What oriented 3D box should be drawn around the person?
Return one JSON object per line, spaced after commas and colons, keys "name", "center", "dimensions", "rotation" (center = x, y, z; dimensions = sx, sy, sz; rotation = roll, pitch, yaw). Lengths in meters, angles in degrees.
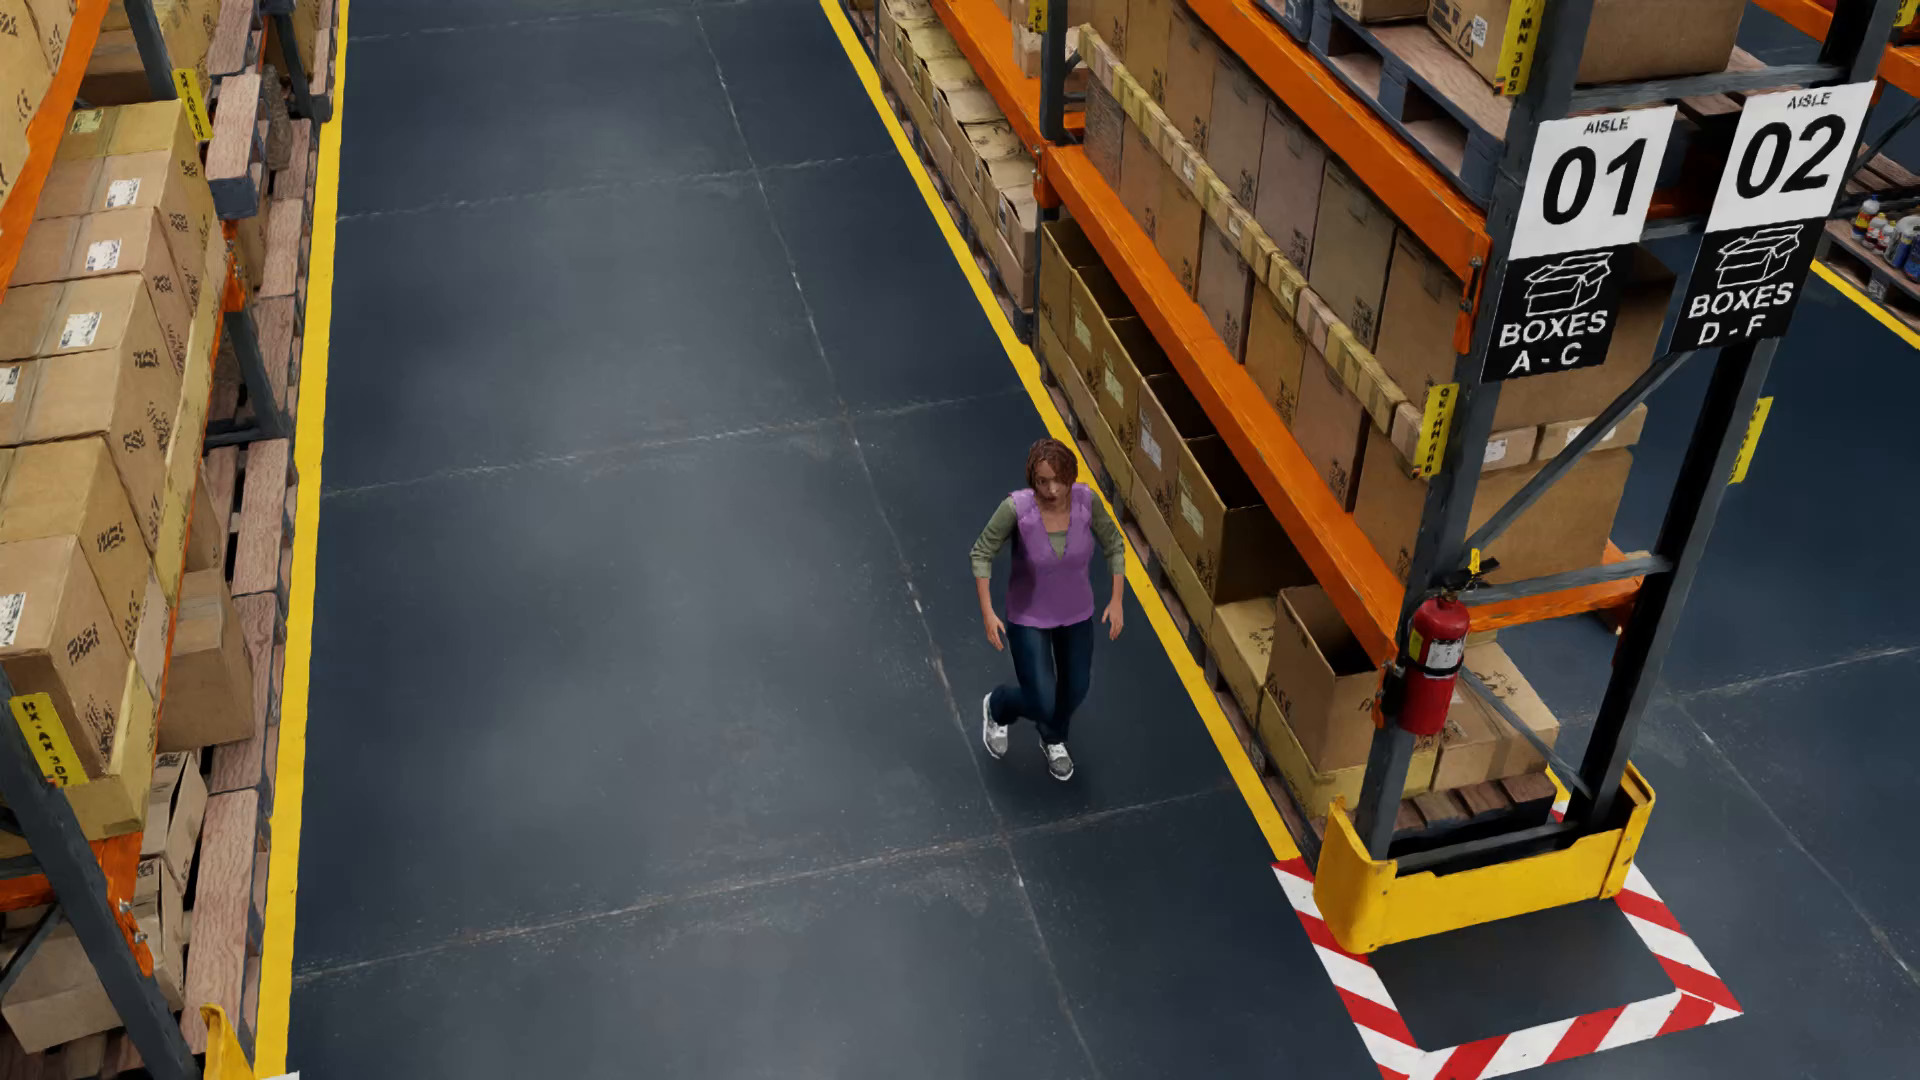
{"name": "person", "center": [0.368, 0.303, 6.362], "dimensions": [0.585, 1.571, 0.441], "rotation": [-13, 40, -15]}
